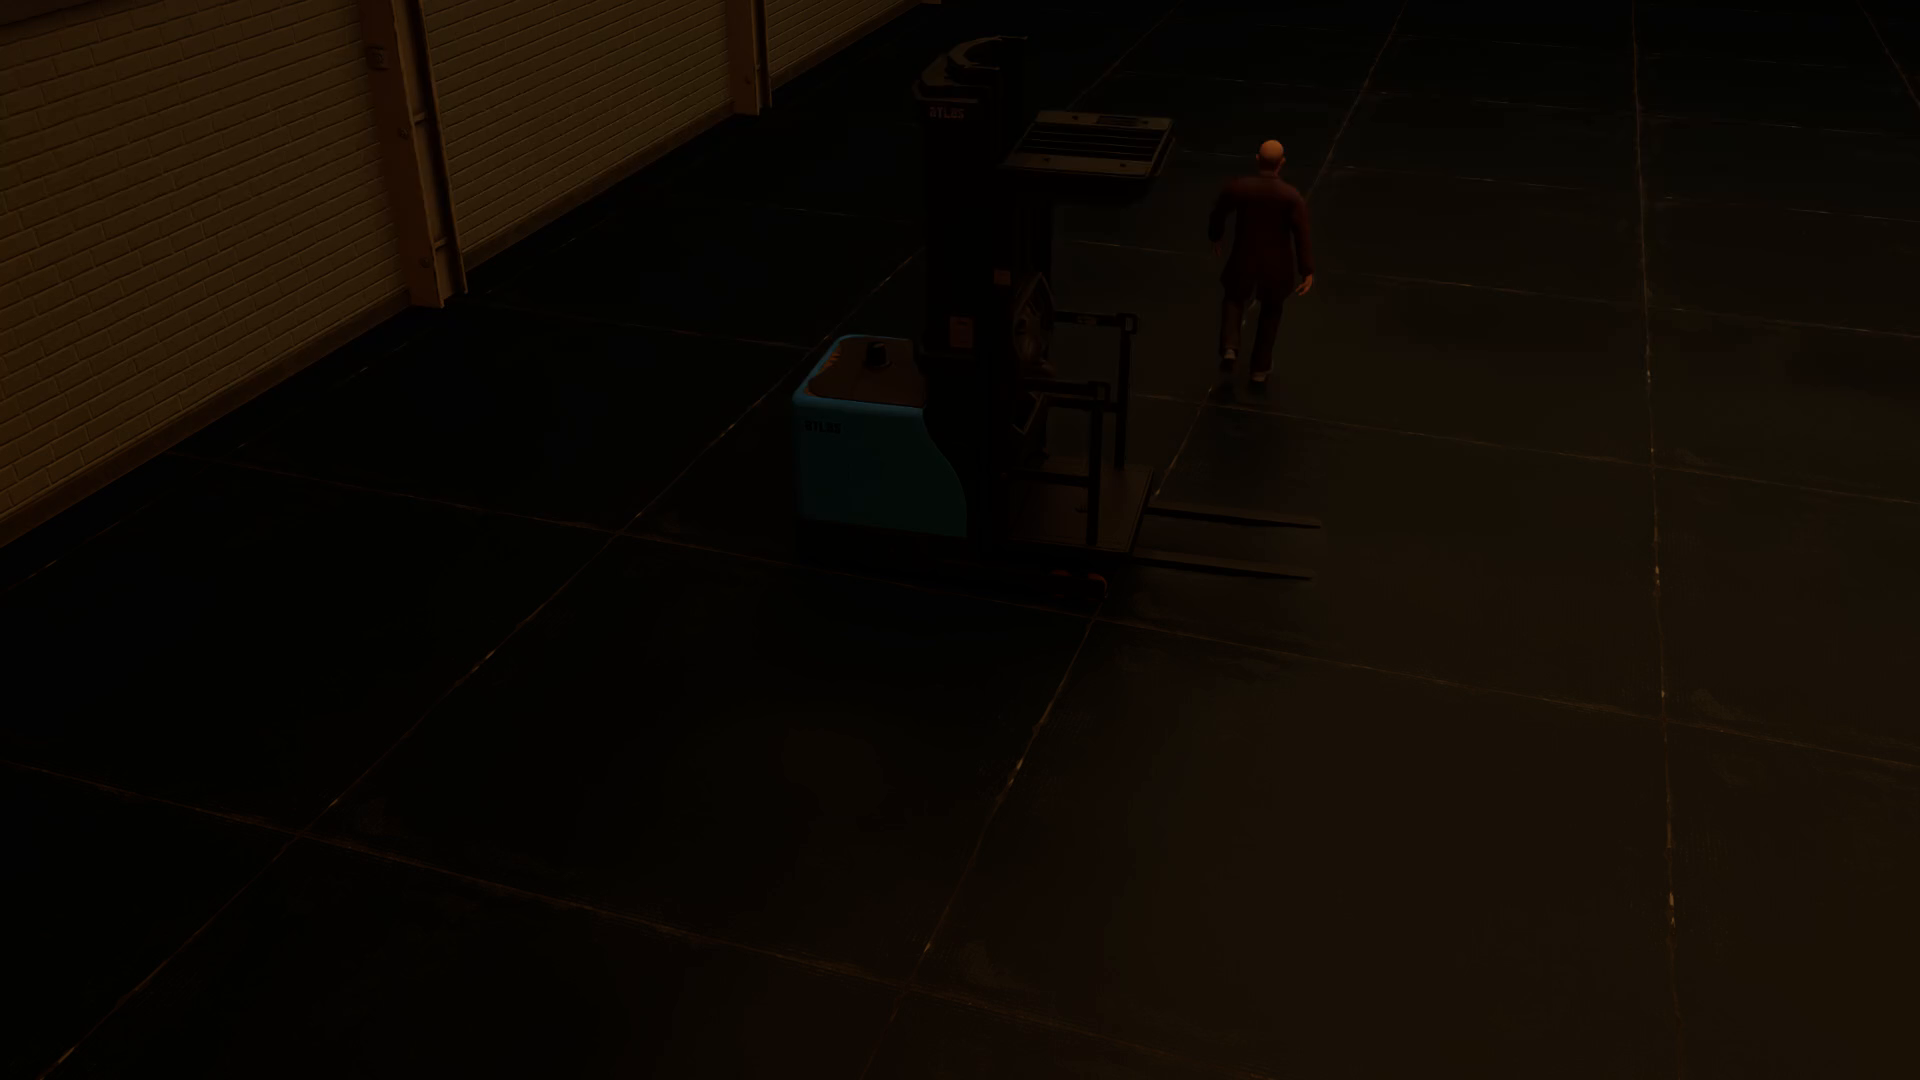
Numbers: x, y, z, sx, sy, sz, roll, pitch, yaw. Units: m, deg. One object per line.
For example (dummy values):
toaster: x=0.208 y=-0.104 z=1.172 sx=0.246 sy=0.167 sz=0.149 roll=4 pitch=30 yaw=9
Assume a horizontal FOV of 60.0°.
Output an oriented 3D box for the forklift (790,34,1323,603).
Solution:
forklift: x=0.597 y=-1.206 z=9.252 sx=3.031 sy=2.935 sz=1.130 roll=7 pitch=30 yaw=12

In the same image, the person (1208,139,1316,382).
person: x=2.109 y=-1.948 z=11.741 sx=0.826 sy=1.760 sz=0.598 roll=10 pitch=31 yaw=17
